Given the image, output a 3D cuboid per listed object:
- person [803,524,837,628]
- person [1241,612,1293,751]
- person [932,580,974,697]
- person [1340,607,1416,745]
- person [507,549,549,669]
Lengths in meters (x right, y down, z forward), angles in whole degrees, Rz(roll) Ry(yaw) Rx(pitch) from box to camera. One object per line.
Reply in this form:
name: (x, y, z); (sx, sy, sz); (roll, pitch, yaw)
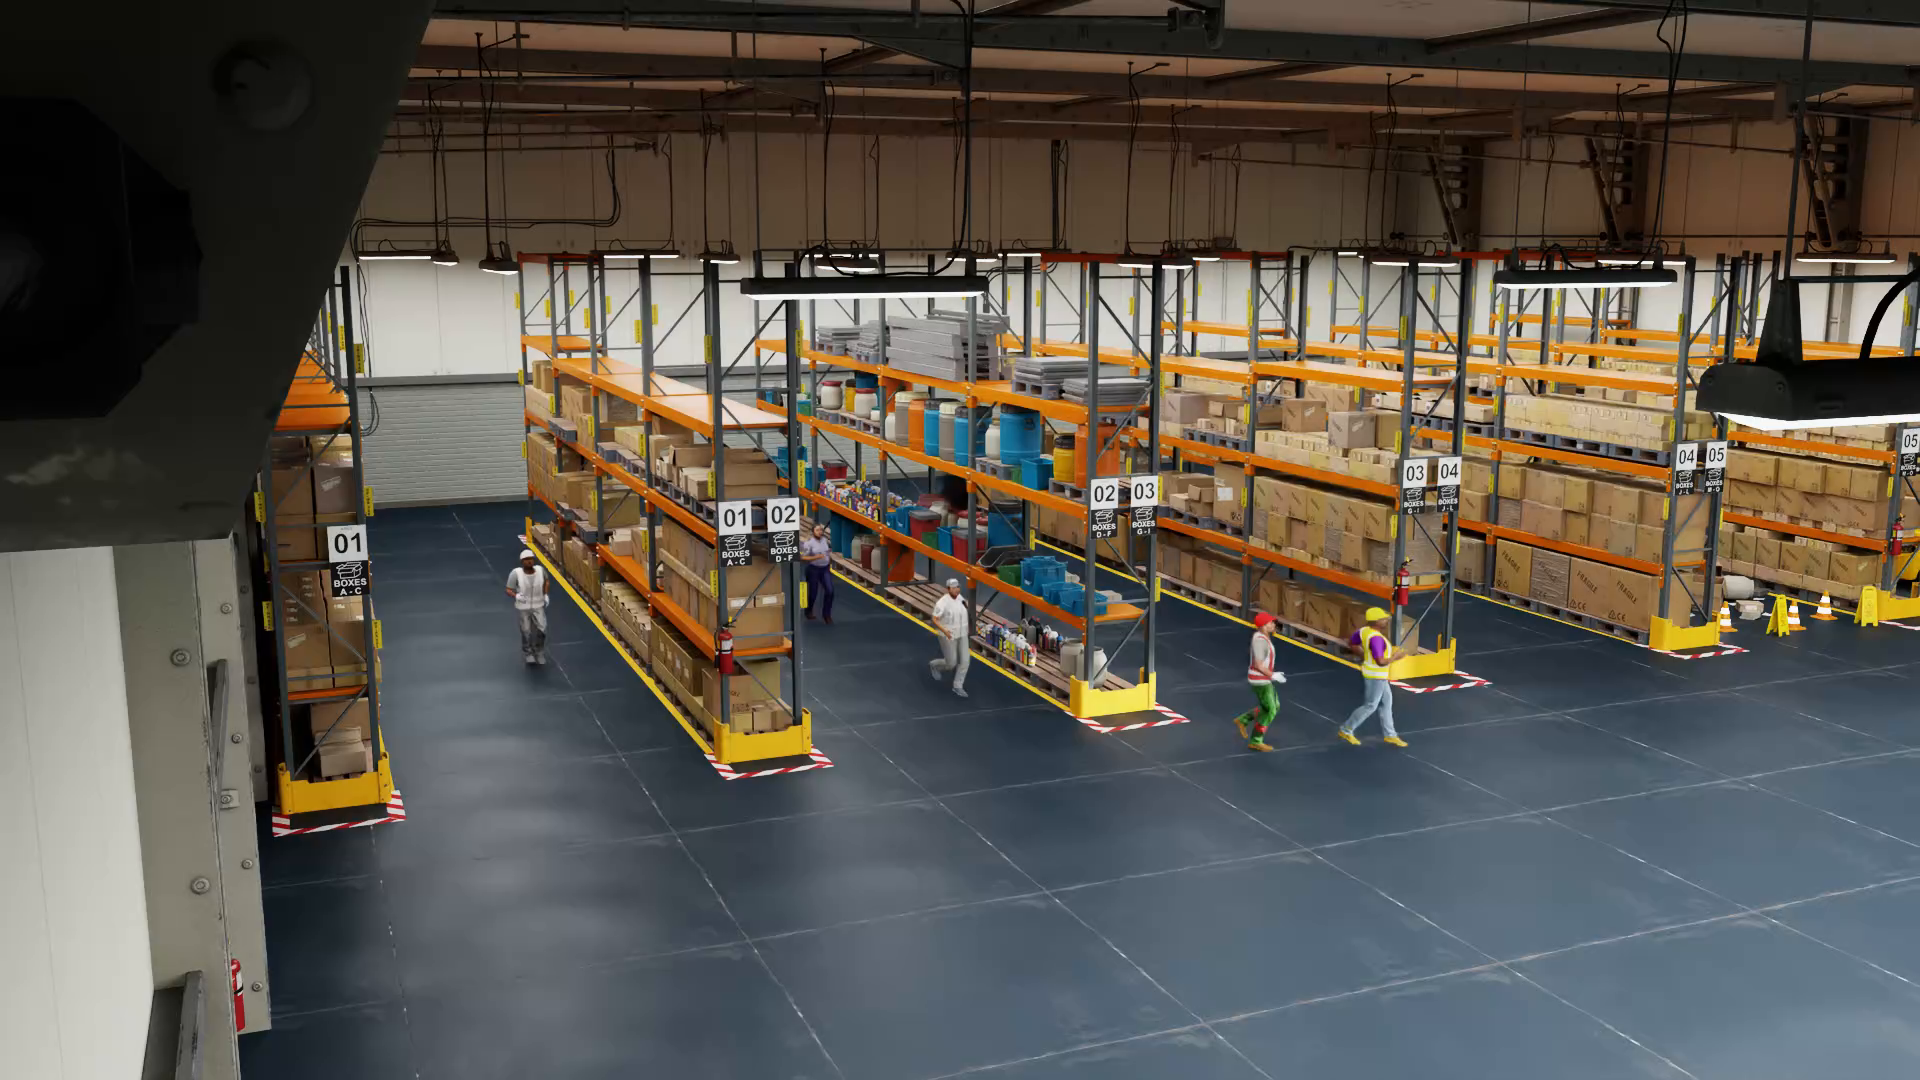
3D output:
person: (-2.321, 0.570, 27.334); (0.588, 1.699, 0.735); (-6, 12, -31)
person: (3.819, 1.745, 20.668); (0.615, 1.746, 0.699); (2, 10, 9)
person: (-0.095, 1.353, 23.247); (0.607, 1.619, 0.596); (-8, 13, -36)
person: (5.220, 1.701, 20.612); (0.951, 1.762, 0.694); (1, 10, 5)
person: (-6.335, 1.029, 24.541); (0.664, 1.802, 0.720); (-5, 11, -24)
